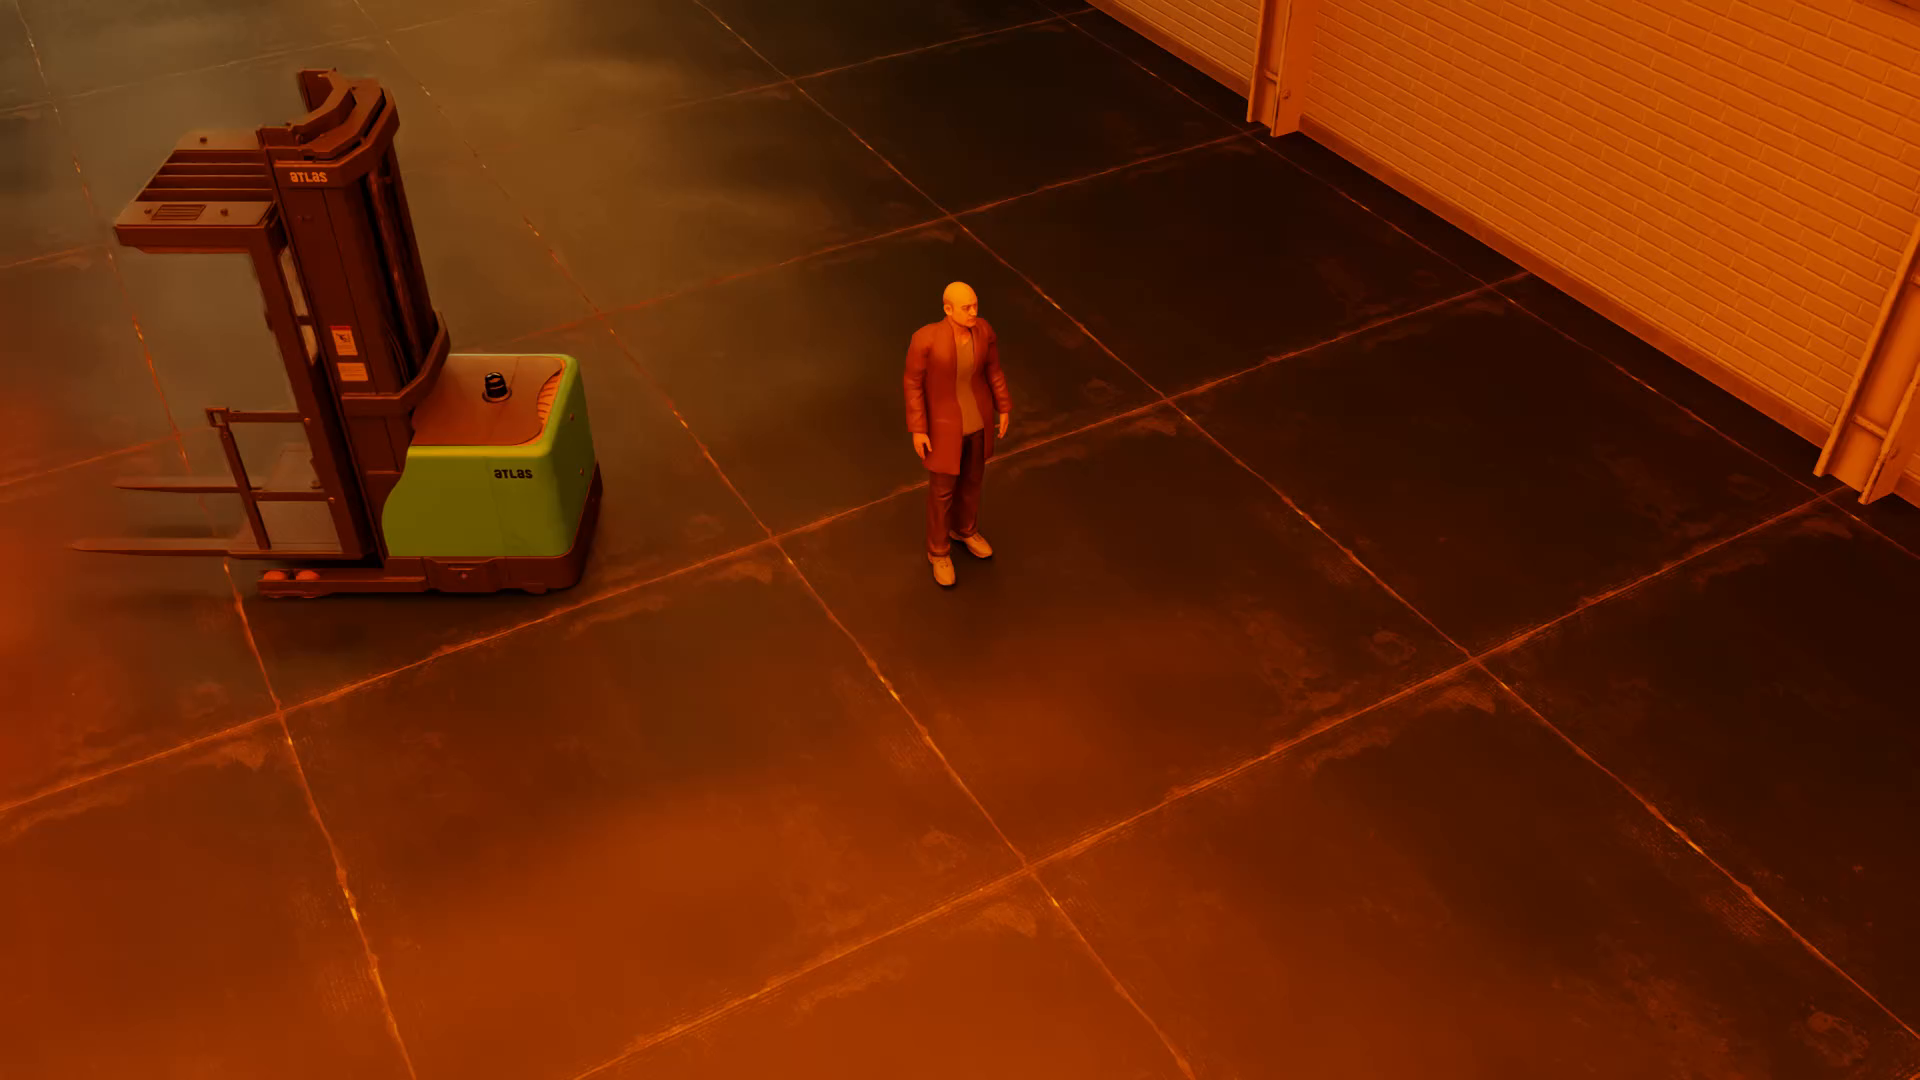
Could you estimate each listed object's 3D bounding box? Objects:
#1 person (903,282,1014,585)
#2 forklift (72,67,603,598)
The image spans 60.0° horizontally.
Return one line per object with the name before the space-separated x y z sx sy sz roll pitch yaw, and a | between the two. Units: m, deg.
person | 0.041 -0.638 9.698 0.696 1.776 0.582 -20 44 -23
forklift | -3.791 -1.120 9.386 3.031 2.935 1.130 0 40 0
